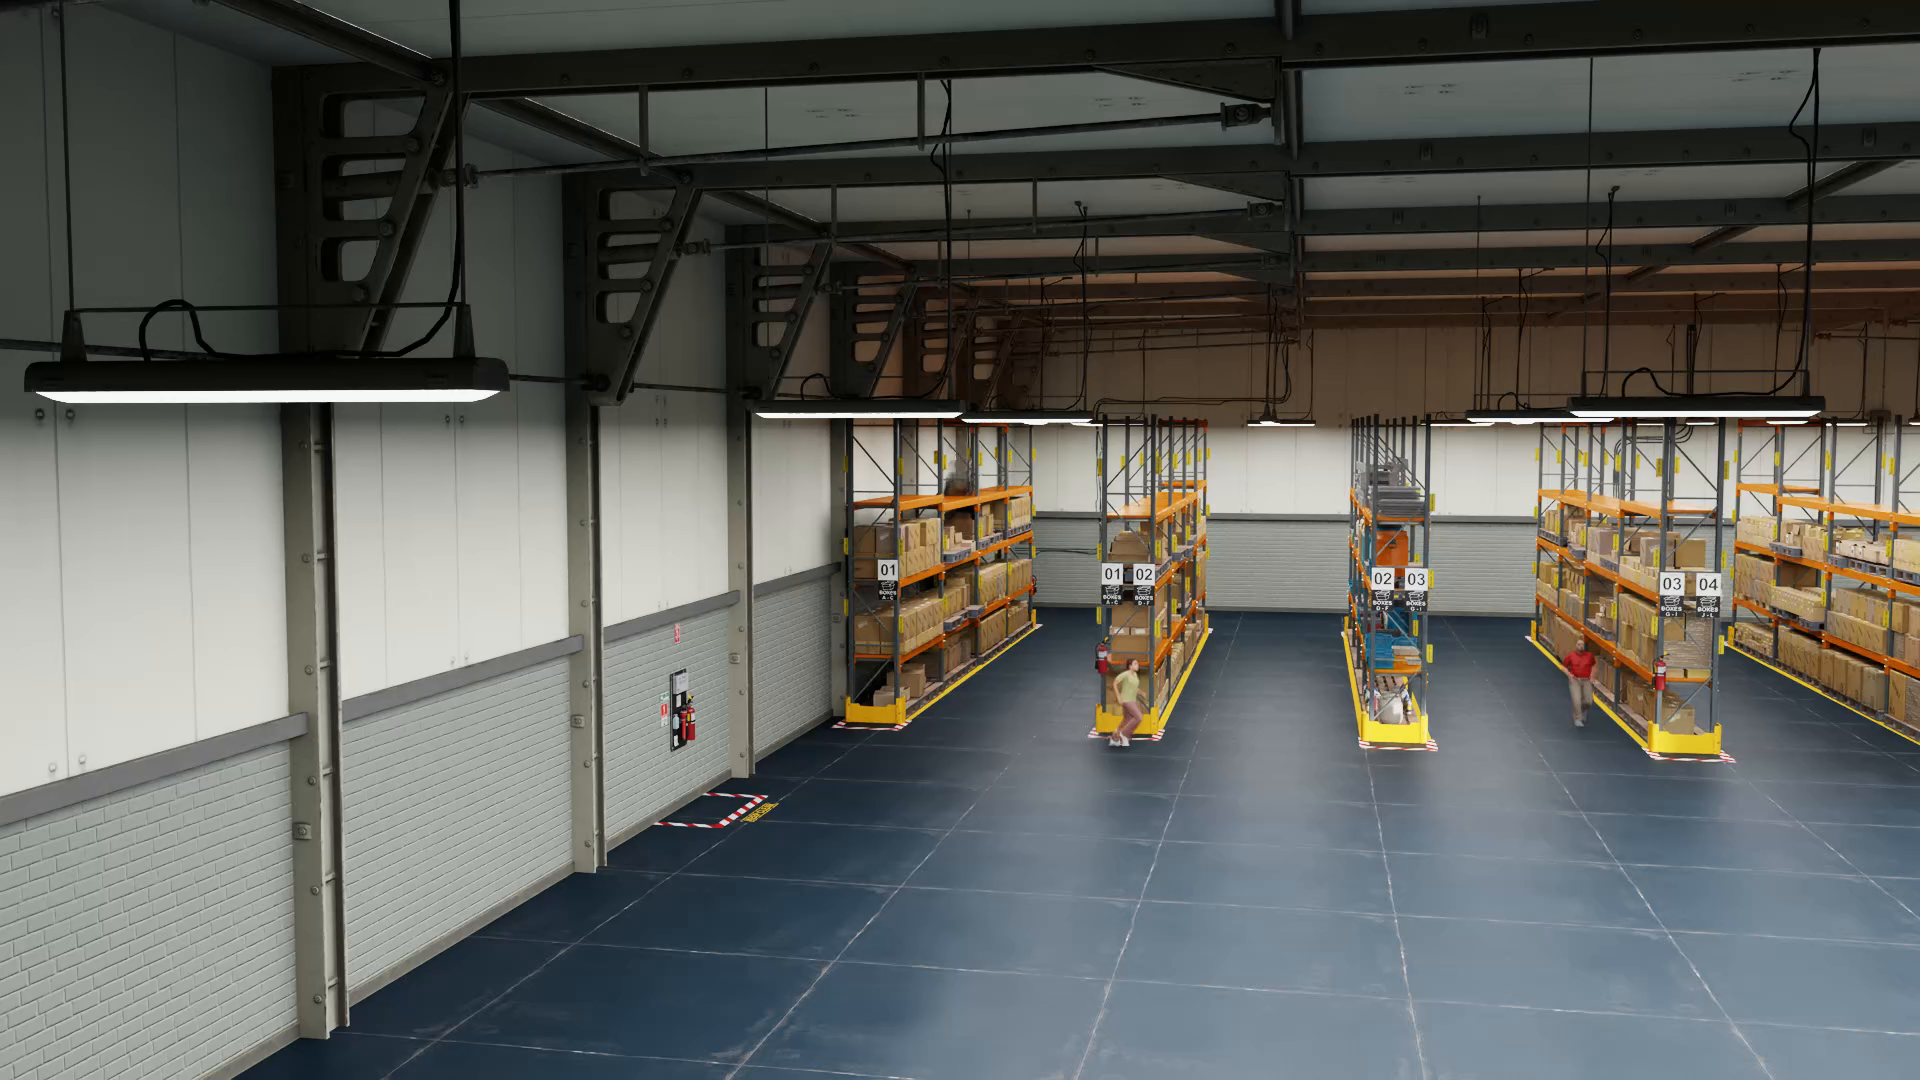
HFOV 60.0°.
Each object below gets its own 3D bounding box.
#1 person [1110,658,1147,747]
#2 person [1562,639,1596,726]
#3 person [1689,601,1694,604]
[{"bbox_3d":[3.030,2.916,29.917,0.691,1.584,0.507,2,4,30],"label":"person"},{"bbox_3d":[11.937,2.748,32.004,0.640,1.679,0.596,1,4,8],"label":"person"},{"bbox_3d":[19.151,1.962,44.107,0.599,1.660,0.760,3,5,42],"label":"person"}]
